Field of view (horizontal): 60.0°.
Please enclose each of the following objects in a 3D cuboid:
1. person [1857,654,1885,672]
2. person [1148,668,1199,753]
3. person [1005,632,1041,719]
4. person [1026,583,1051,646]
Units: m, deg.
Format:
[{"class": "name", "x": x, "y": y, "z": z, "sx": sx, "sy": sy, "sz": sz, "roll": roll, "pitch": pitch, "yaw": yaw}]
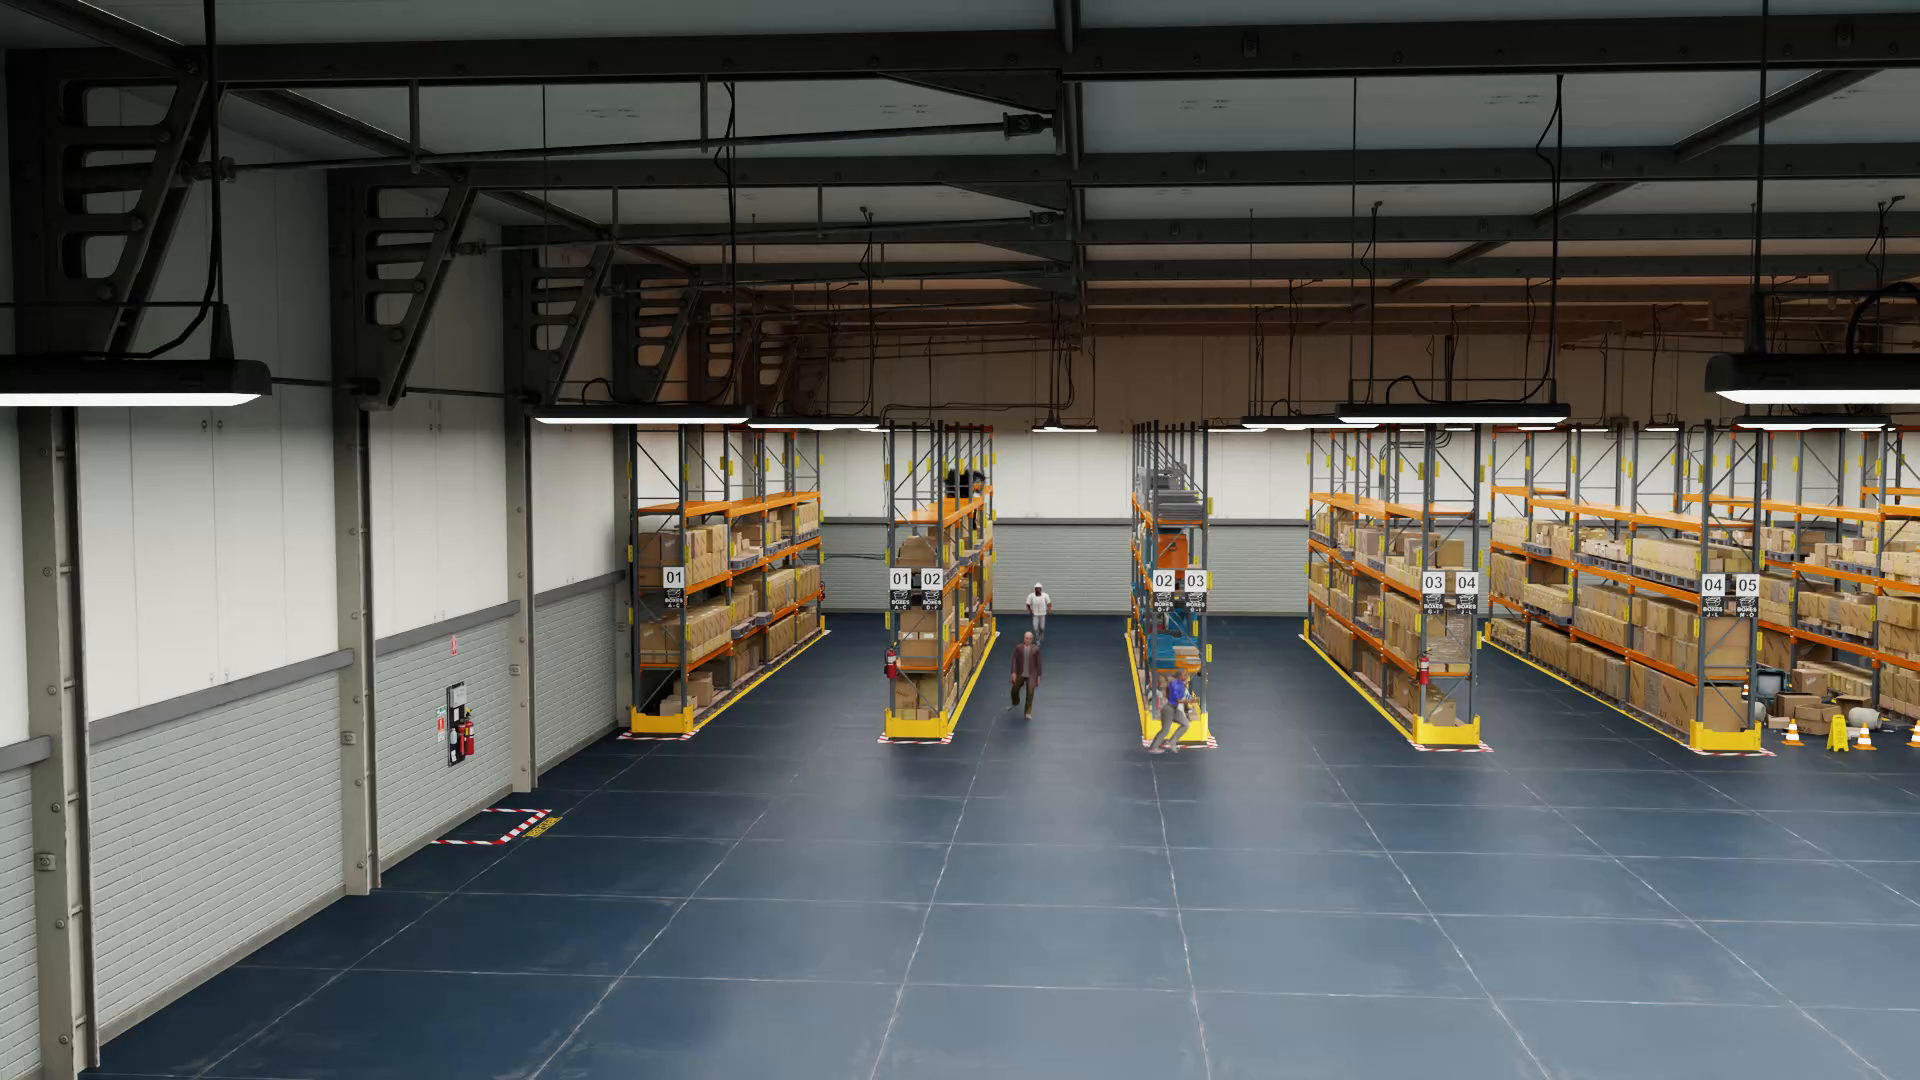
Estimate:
[{"class": "person", "x": 21.753, "y": 2.318, "z": 39.749, "sx": 0.660, "sy": 1.750, "sz": 0.926, "roll": 0, "pitch": 4, "yaw": -1}, {"class": "person", "x": 3.824, "y": 3.056, "z": 29.700, "sx": 0.907, "sy": 1.572, "sz": 0.566, "roll": 2, "pitch": 4, "yaw": 23}, {"class": "person", "x": 1.272, "y": 2.712, "z": 33.567, "sx": 0.757, "sy": 1.752, "sz": 0.662, "roll": 1, "pitch": 4, "yaw": 9}, {"class": "person", "x": 2.135, "y": 2.019, "z": 45.033, "sx": 0.690, "sy": 1.709, "sz": 0.588, "roll": 0, "pitch": 4, "yaw": -1}]
